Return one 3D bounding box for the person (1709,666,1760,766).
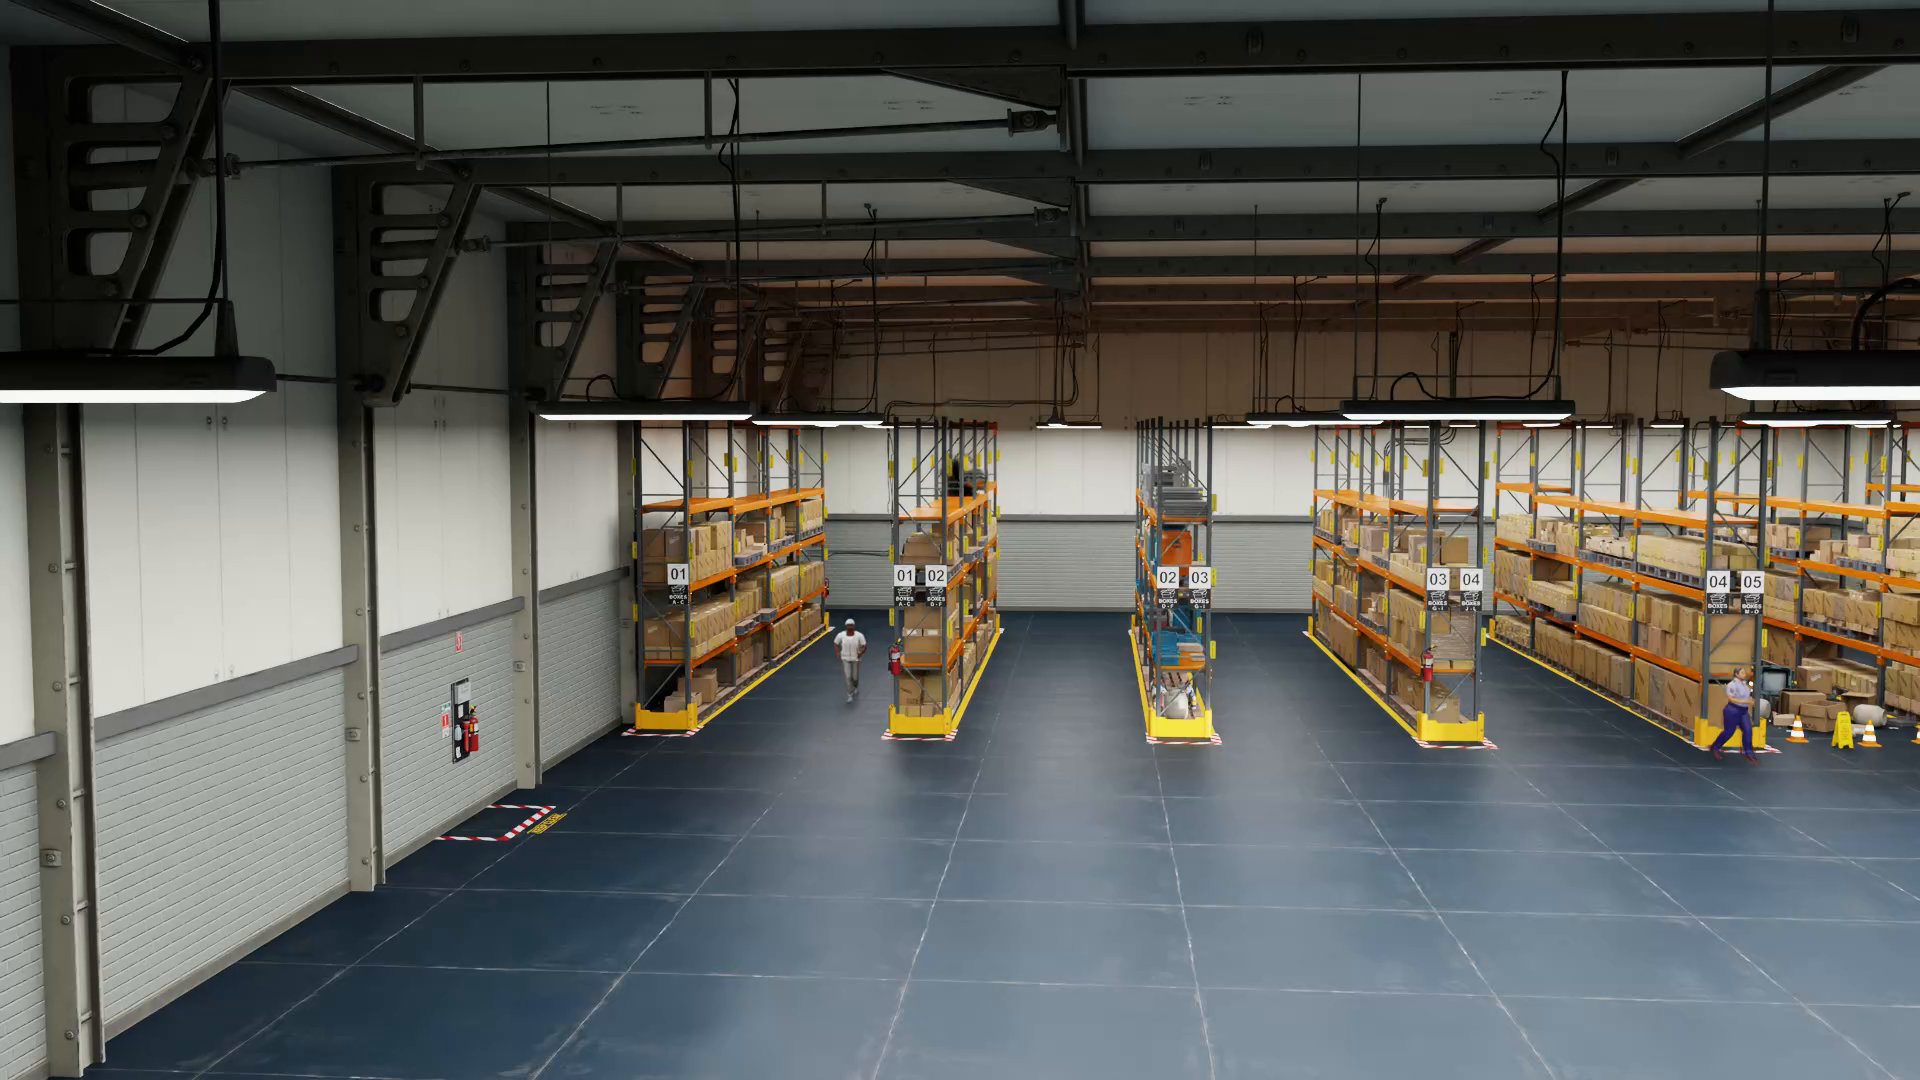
[{"bbox_3d":[13.394,3.022,28.714,0.615,1.701,0.834,-2,4,-34],"label":"person"}]

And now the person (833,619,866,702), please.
[{"bbox_3d":[-2.346,2.544,35.385,0.708,1.745,0.687,0,4,-3],"label":"person"}]
